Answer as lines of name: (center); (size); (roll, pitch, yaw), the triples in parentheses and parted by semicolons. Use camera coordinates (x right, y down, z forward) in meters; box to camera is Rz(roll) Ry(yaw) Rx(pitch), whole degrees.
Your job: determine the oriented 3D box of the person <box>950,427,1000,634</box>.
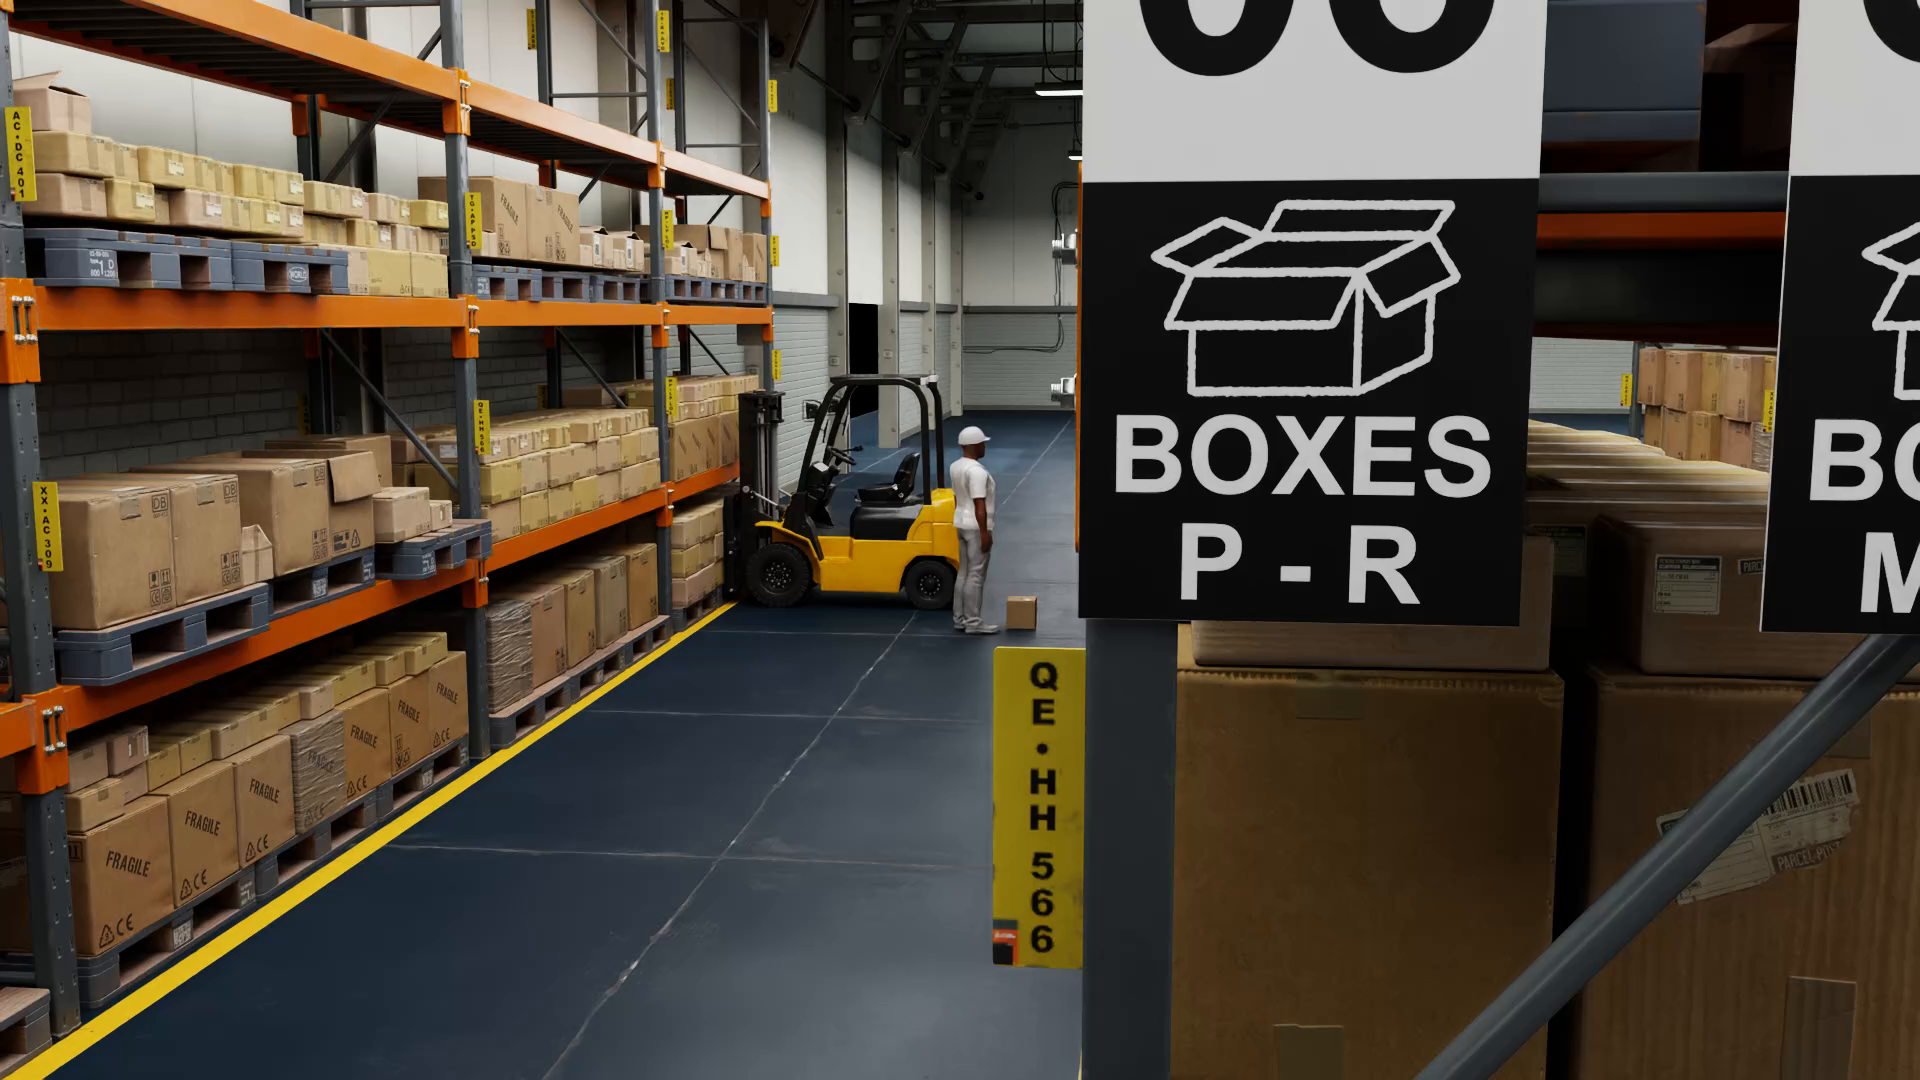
person: (0.118, -0.094, 14.374); (0.340, 1.765, 0.561); (-3, 8, -21)
